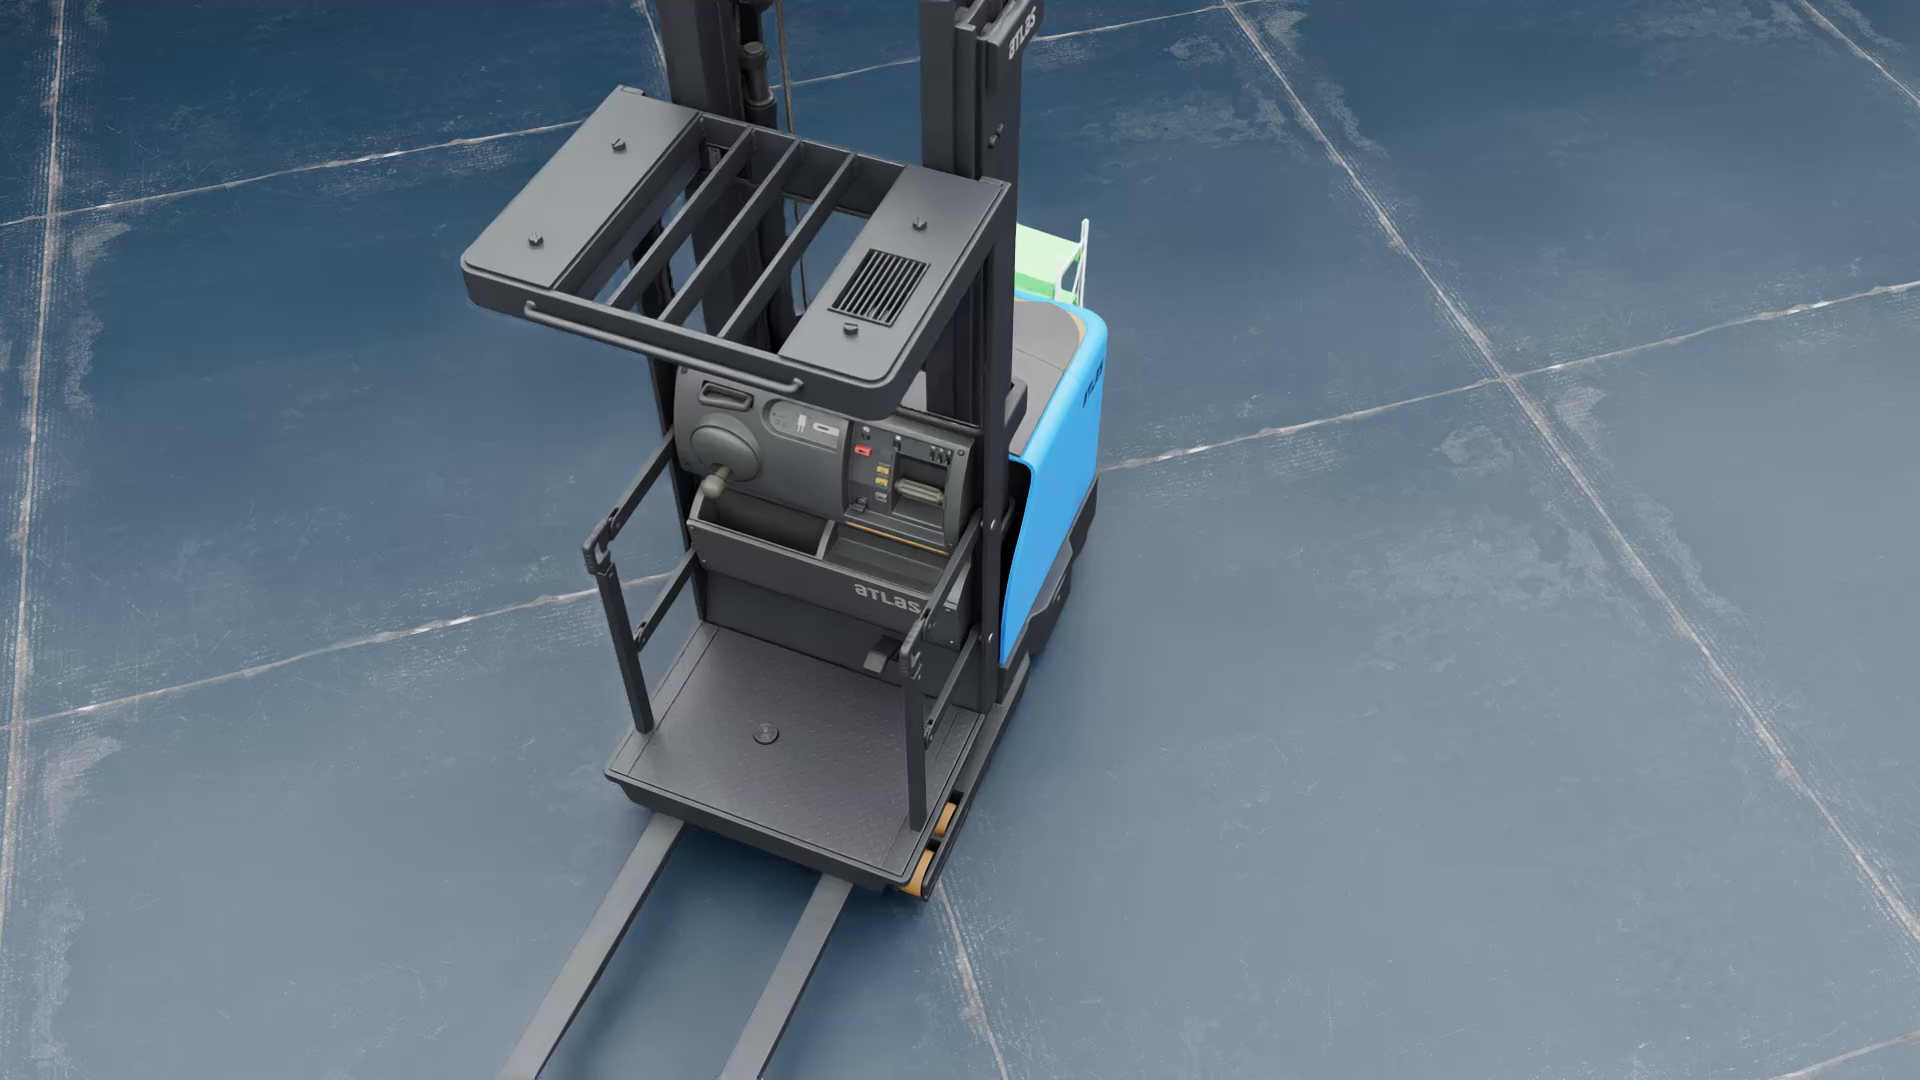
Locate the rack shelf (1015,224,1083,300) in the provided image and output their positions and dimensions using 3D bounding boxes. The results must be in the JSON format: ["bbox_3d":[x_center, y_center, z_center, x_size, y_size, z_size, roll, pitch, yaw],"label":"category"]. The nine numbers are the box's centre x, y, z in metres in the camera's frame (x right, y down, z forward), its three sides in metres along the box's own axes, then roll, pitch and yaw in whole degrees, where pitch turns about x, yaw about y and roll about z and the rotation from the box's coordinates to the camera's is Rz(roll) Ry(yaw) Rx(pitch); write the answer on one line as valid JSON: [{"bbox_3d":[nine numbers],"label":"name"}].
[{"bbox_3d":[0.180,-1.028,6.077,0.480,0.148,0.258,21,53,17],"label":"rack shelf"}]

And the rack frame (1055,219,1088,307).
[{"bbox_3d":[0.398,-0.675,6.324,0.015,1.200,0.240,21,53,17],"label":"rack frame"}]

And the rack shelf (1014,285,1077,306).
[{"bbox_3d":[0.180,-0.873,6.261,0.480,0.148,0.258,21,53,17],"label":"rack shelf"}]

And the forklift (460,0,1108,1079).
[{"bbox_3d":[-0.492,-0.137,4.739,1.130,2.935,3.031,17,52,14],"label":"forklift"}]

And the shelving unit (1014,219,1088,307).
[{"bbox_3d":[0.180,-0.760,6.395,0.503,1.200,0.258,21,53,17],"label":"shelving unit"}]
